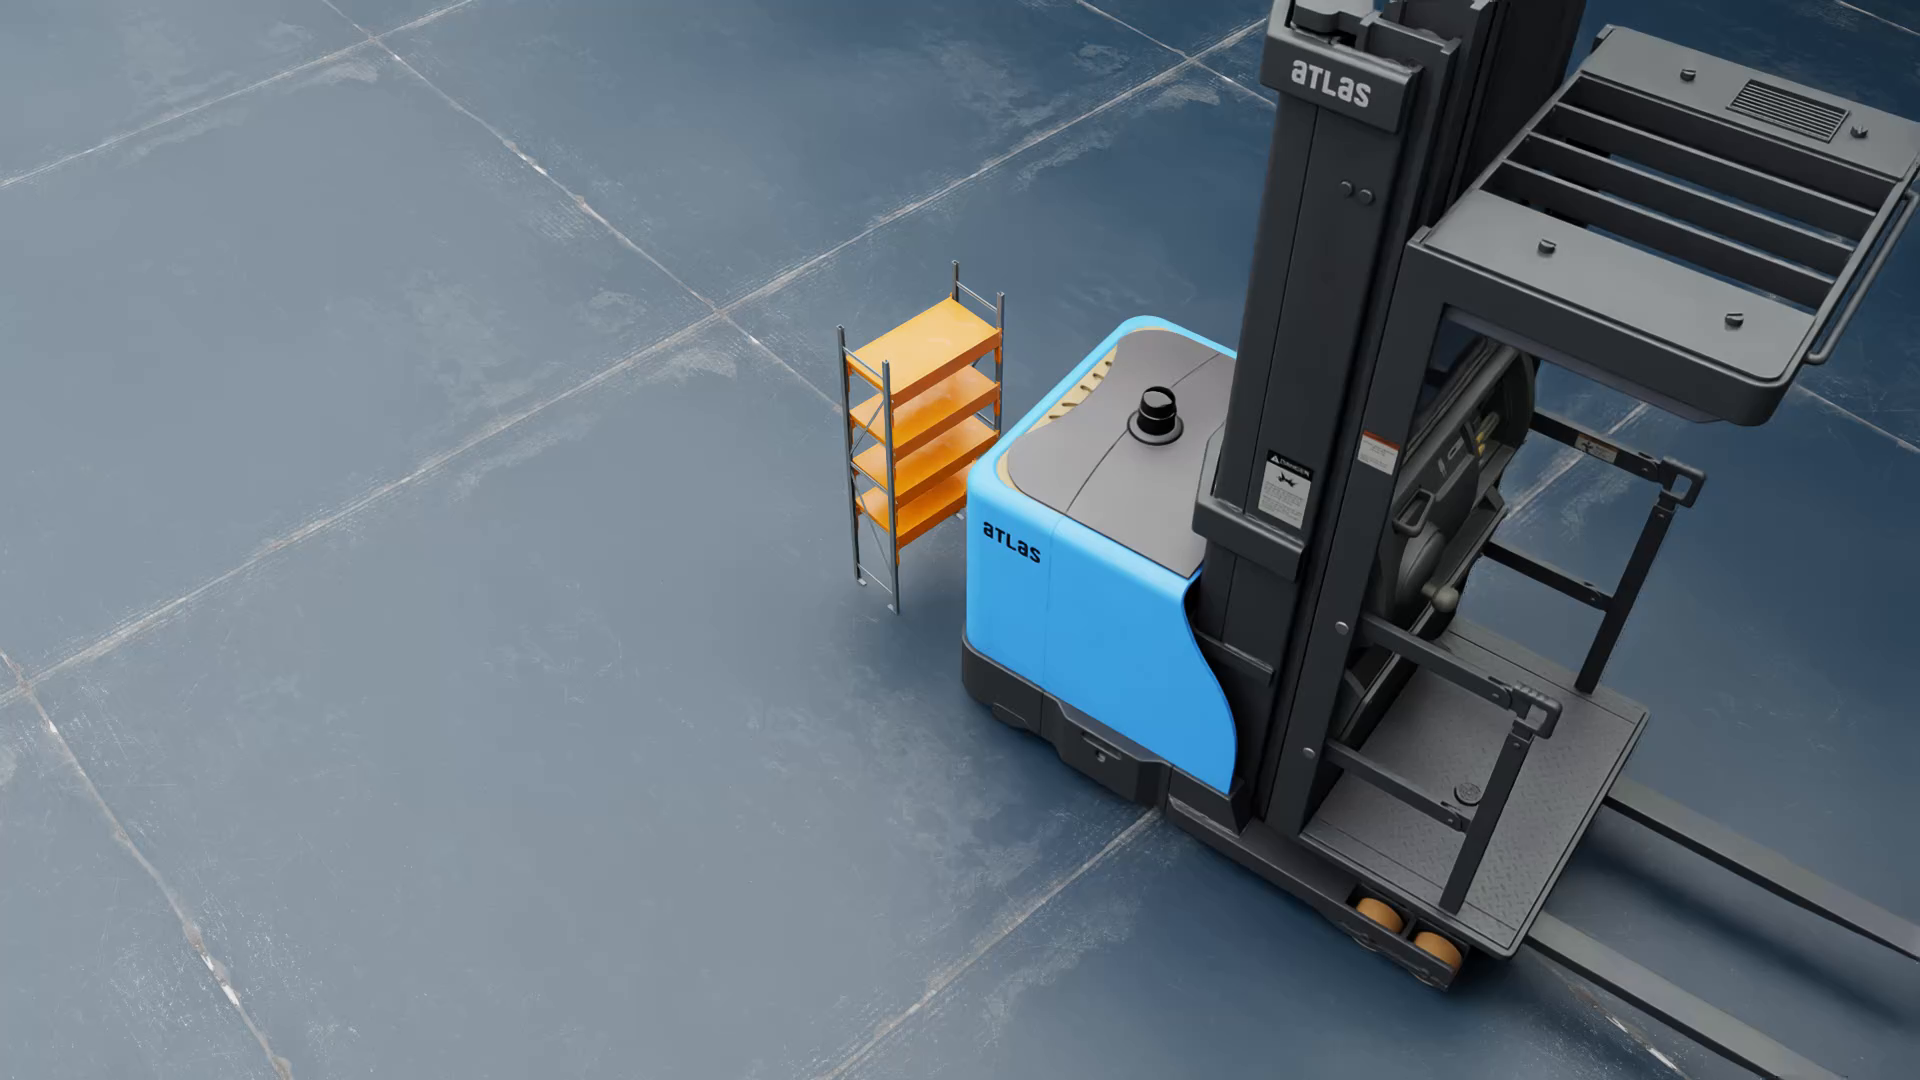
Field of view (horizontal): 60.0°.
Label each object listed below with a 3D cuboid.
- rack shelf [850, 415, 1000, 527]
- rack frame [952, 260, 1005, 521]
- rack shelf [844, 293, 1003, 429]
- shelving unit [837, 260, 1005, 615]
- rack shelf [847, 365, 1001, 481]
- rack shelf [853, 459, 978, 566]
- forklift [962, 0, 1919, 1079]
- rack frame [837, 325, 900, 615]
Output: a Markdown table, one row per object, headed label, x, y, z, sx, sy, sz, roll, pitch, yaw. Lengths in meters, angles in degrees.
| label | x | y | z | sx | sy | sz | roll | pitch | yaw |
| --- | --- | --- | --- | --- | --- | --- | --- | --- | --- |
| rack shelf | -0.122 | -0.279 | 5.783 | 0.480 | 0.148 | 0.258 | -34 | 56 | -27 |
| rack frame | 0.058 | -0.446 | 5.845 | 0.015 | 1.200 | 0.240 | -34 | 56 | -27 |
| rack shelf | -0.122 | -0.592 | 5.445 | 0.480 | 0.148 | 0.258 | -34 | 56 | -27 |
| shelving unit | -0.122 | -0.325 | 5.734 | 0.503 | 1.200 | 0.258 | -34 | 56 | -27 |
| rack shelf | -0.122 | -0.431 | 5.619 | 0.480 | 0.148 | 0.258 | -34 | 56 | -27 |
| rack shelf | -0.122 | -0.145 | 5.929 | 0.480 | 0.148 | 0.258 | -34 | 56 | -27 |
| forklift | 1.491 | -0.101 | 4.349 | 3.031 | 2.935 | 1.130 | 29 | 53 | 24 |
| rack frame | -0.303 | -0.204 | 5.622 | 0.015 | 1.200 | 0.240 | -34 | 56 | -27 |
